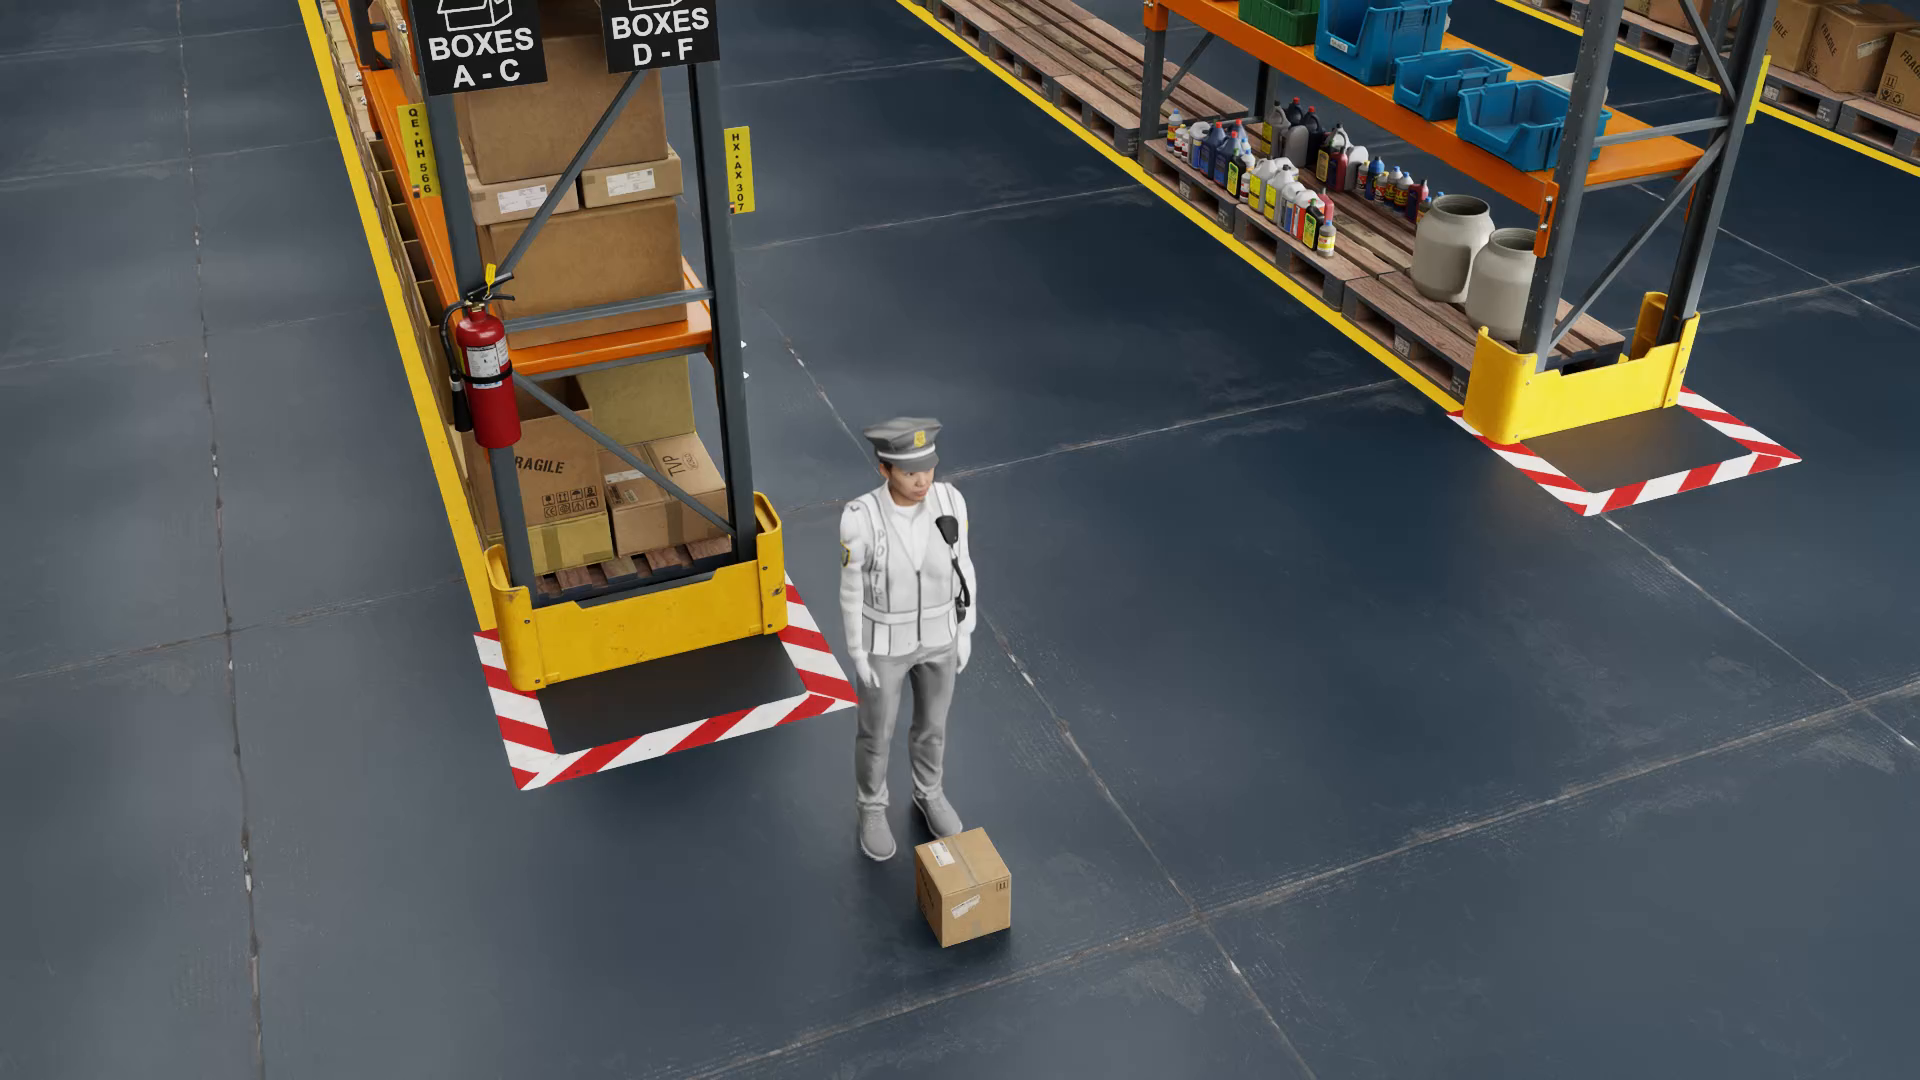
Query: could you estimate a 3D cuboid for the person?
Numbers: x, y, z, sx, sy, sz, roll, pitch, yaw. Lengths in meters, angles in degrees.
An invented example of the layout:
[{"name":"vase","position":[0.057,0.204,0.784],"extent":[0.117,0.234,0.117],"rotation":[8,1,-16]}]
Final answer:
[{"name":"person","position":[-0.162,0.338,5.619],"extent":[0.467,1.697,0.346],"rotation":[-12,36,-18]}]
